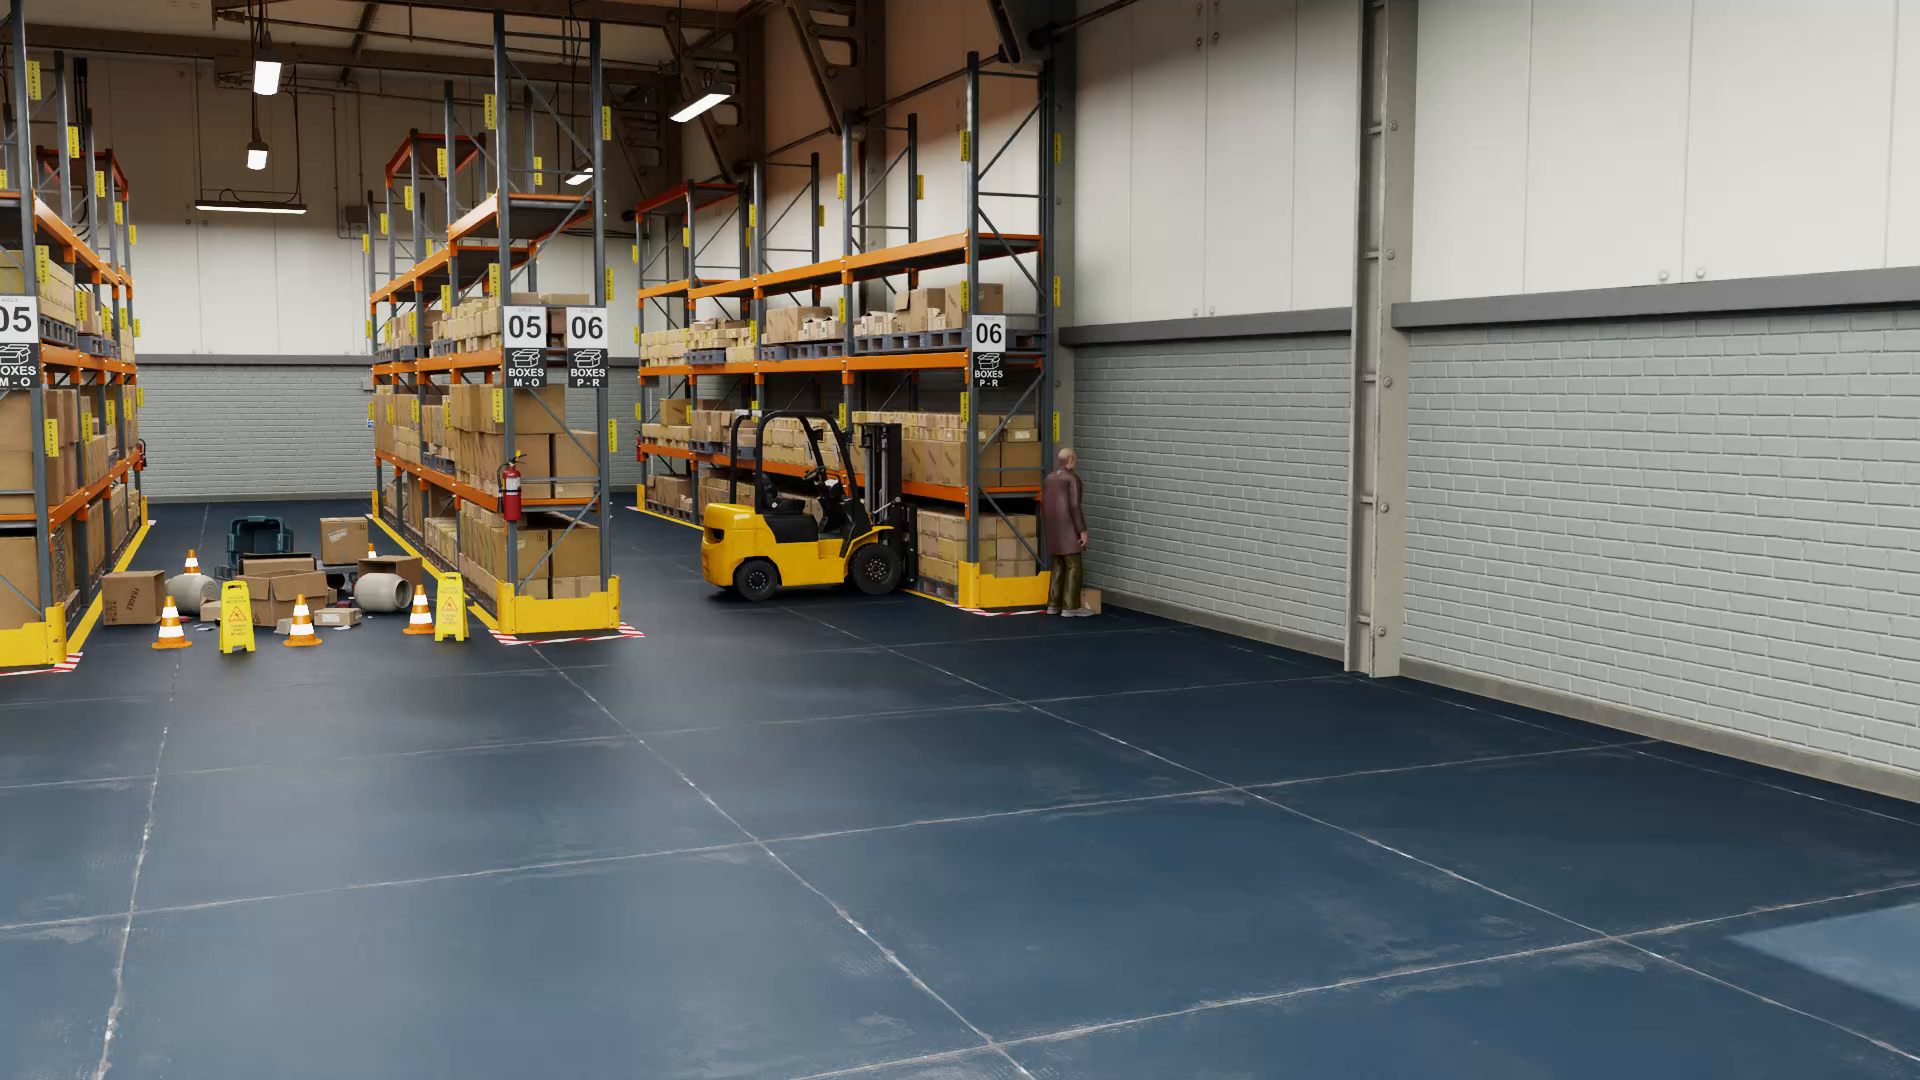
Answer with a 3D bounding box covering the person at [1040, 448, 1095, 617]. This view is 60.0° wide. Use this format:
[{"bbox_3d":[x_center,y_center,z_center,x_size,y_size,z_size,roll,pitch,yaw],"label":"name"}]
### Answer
[{"bbox_3d":[1.114,-0.089,17.657,0.429,1.773,0.652,-4,6,-34],"label":"person"}]
